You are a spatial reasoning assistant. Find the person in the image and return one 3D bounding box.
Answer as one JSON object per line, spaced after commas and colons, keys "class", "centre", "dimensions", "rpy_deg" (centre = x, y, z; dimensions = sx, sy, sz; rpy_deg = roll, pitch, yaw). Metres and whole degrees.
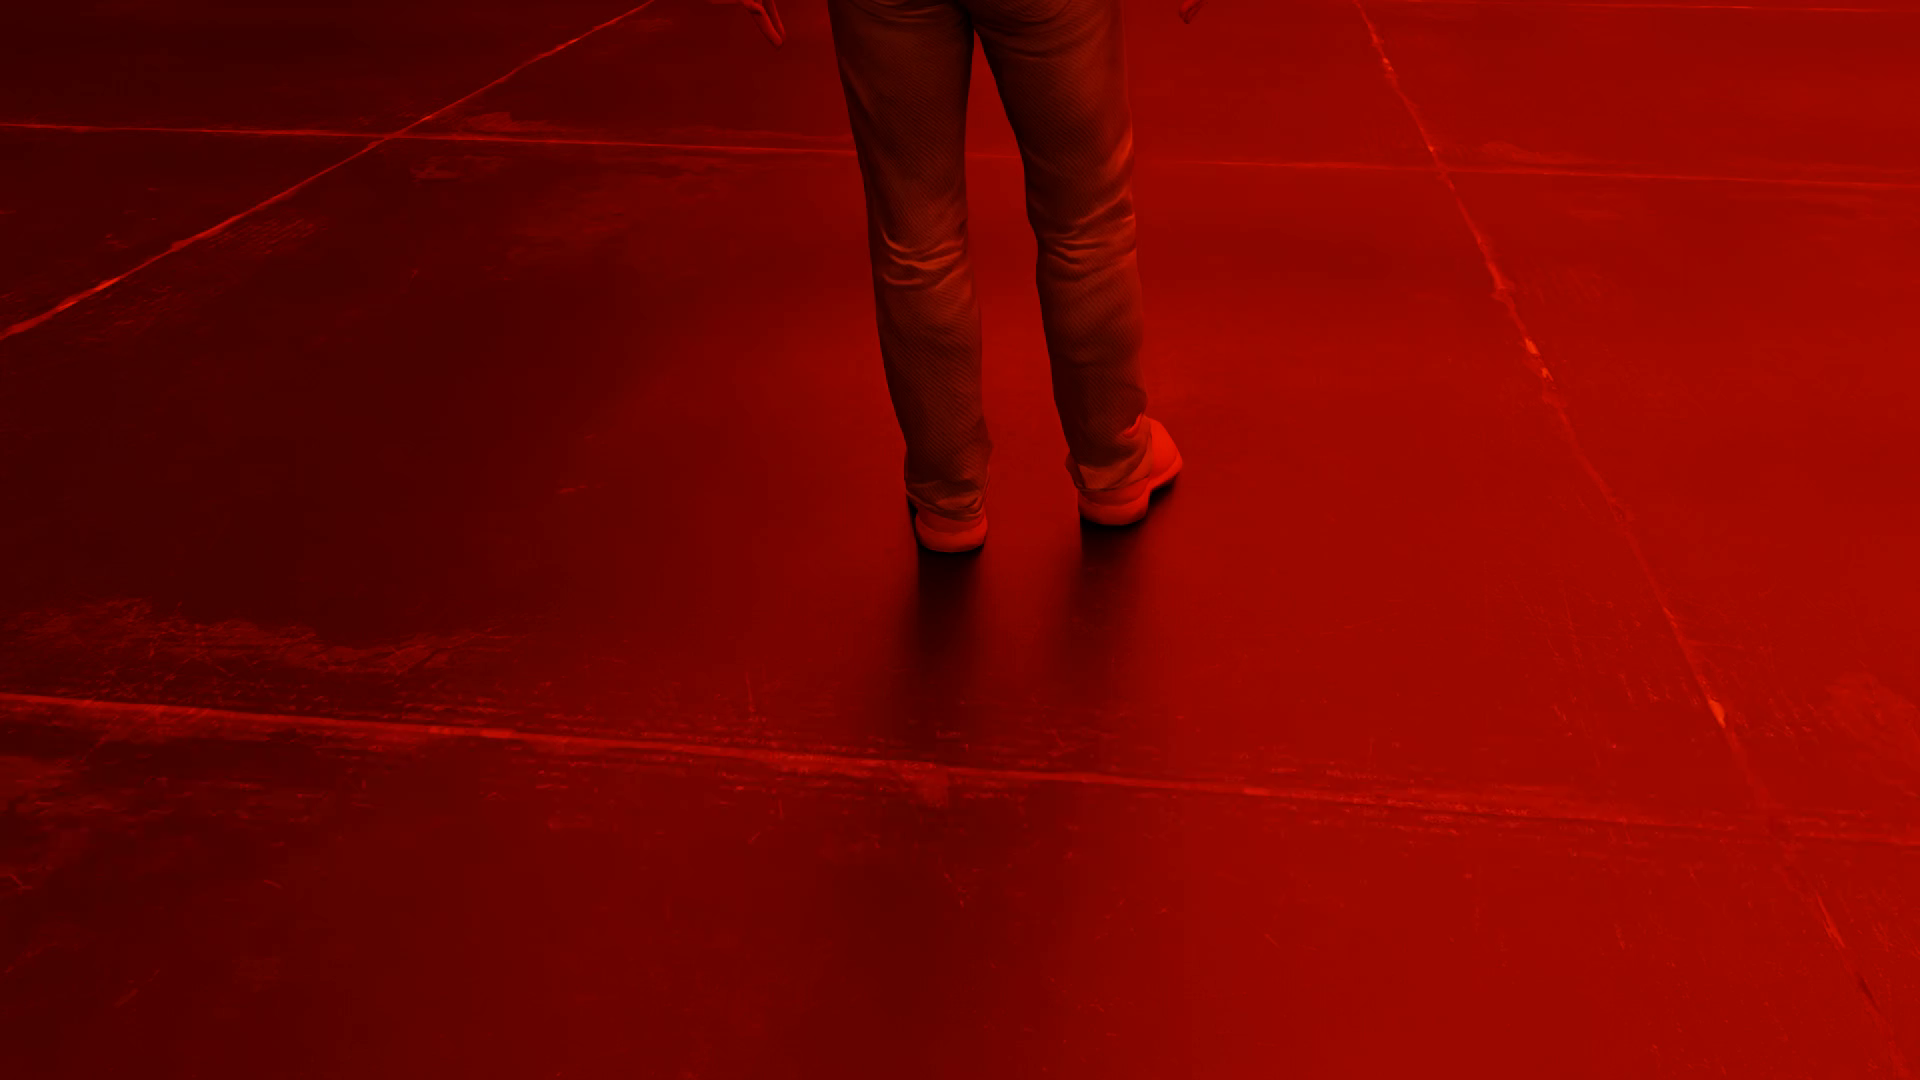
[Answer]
{"class": "person", "centre": [0.015, -0.828, 2.164], "dimensions": [0.665, 1.768, 0.575], "rpy_deg": [3, 27, 7]}
